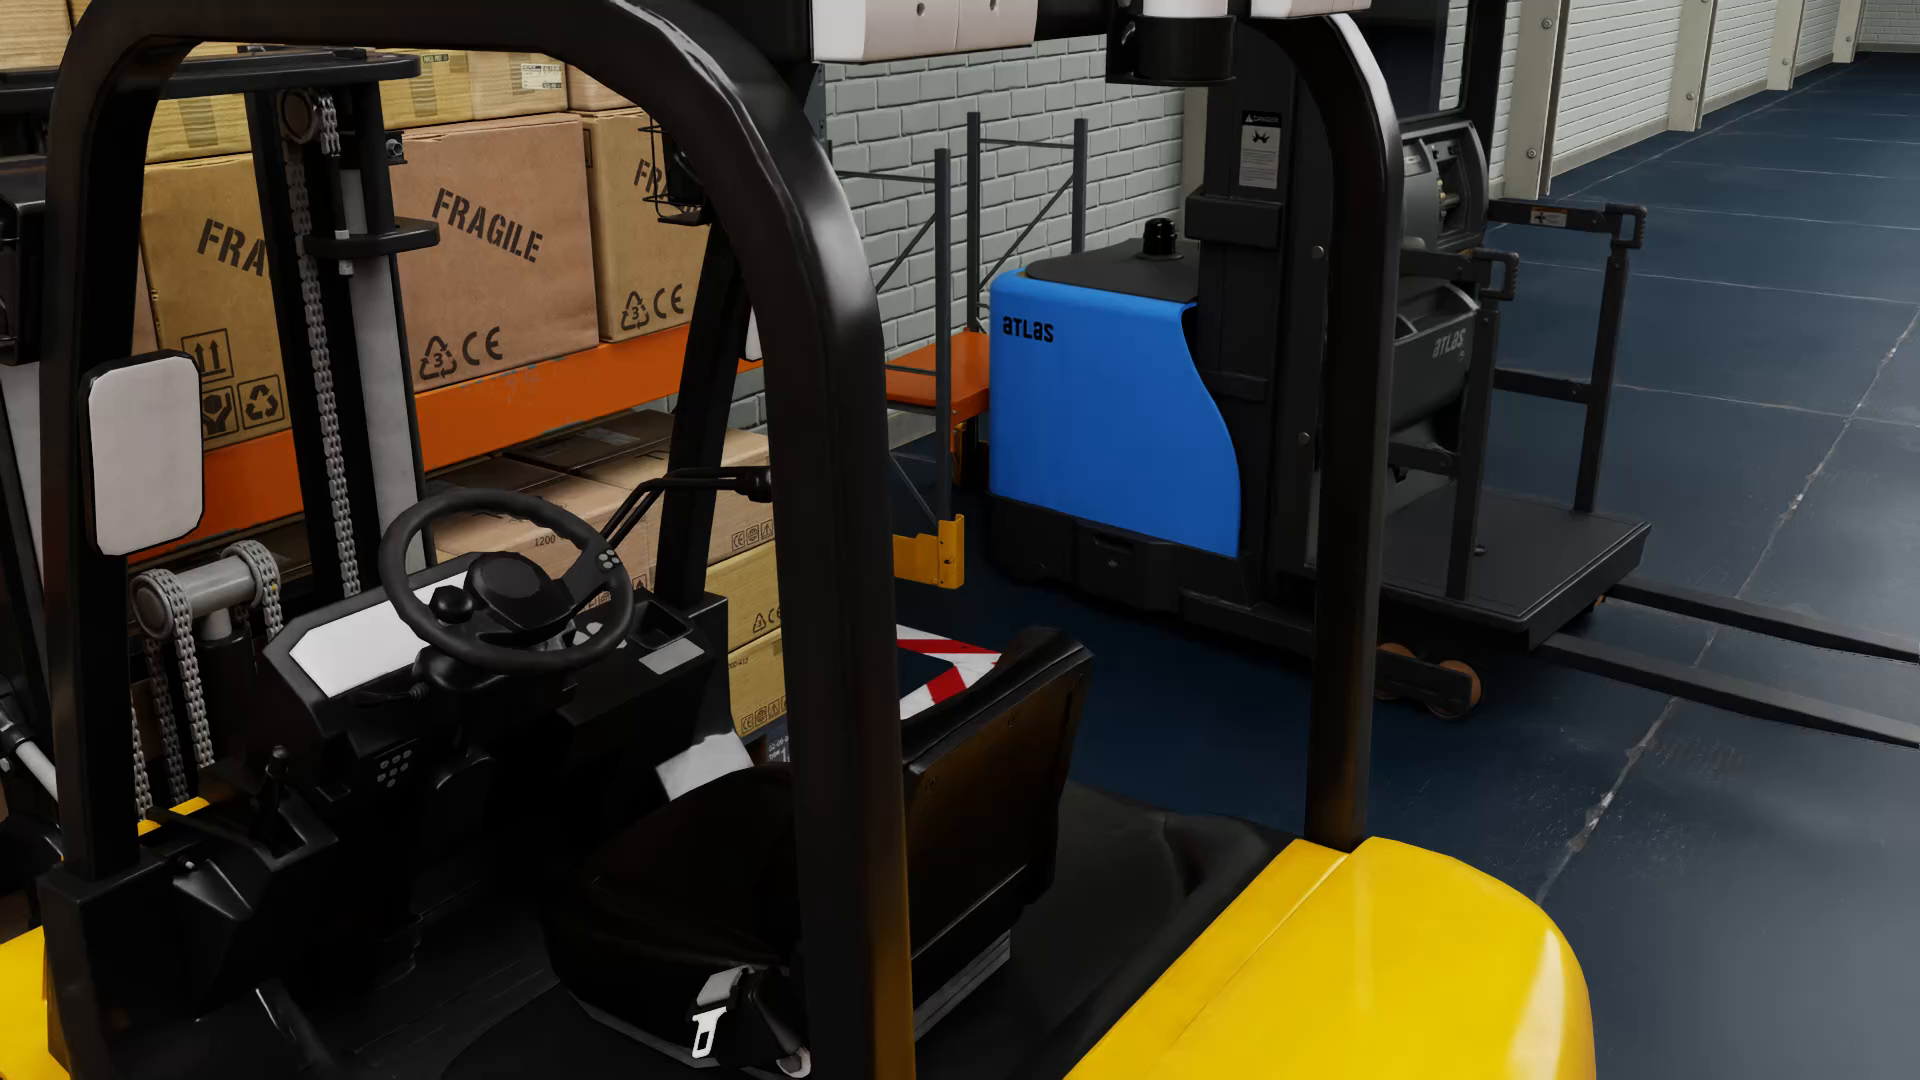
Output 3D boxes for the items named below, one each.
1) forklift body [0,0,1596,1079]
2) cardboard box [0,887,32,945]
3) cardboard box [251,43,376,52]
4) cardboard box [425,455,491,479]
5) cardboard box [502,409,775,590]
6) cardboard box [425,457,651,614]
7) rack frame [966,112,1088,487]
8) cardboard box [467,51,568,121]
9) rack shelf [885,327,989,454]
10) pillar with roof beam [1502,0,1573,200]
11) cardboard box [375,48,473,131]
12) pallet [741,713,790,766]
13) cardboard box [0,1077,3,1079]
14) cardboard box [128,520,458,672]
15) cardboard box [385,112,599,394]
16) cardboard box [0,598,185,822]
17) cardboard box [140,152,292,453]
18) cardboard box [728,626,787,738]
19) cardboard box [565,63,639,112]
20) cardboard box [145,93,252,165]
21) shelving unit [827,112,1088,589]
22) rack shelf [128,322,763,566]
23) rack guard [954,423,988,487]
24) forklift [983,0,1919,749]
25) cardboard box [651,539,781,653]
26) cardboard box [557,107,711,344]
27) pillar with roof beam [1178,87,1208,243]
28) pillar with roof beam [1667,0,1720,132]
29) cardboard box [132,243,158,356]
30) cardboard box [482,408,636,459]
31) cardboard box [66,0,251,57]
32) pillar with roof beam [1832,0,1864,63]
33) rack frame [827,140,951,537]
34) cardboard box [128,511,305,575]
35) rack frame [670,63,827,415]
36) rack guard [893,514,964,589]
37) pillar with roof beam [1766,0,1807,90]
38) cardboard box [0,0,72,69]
[{"bbox_3d":[-0.338,0.365,2.178,2.313,2.155,1.214,13,24,32],"label":"forklift body"},{"bbox_3d":[-1.644,0.563,3.058,0.500,0.250,0.500,13,24,32],"label":"cardboard box"},{"bbox_3d":[-1.301,-0.969,3.054,0.380,0.149,0.250,14,24,33],"label":"cardboard box"},{"bbox_3d":[-1.485,-0.064,4.032,0.500,0.250,0.500,13,24,32],"label":"cardboard box"},{"bbox_3d":[-0.781,-0.116,4.173,0.500,0.250,0.500,14,25,34],"label":"cardboard box"},{"bbox_3d":[-1.064,0.031,3.773,0.500,0.250,0.500,14,24,33],"label":"cardboard box"},{"bbox_3d":[0.251,-0.897,6.529,0.500,1.500,0.032,11,23,28],"label":"rack frame"},{"bbox_3d":[-1.059,-0.988,3.534,0.380,0.149,0.250,14,24,33],"label":"cardboard box"},{"bbox_3d":[-0.001,-0.576,6.178,0.538,0.185,1.000,11,23,28],"label":"rack shelf"},{"bbox_3d":[8.389,-6.326,10.396,9.100,9.000,0.400,13,24,32],"label":"pillar with roof beam"},{"bbox_3d":[-1.208,-0.919,3.348,0.380,0.149,0.250,13,24,31],"label":"cardboard box"},{"bbox_3d":[-1.176,0.602,4.332,1.003,0.211,1.213,13,24,32],"label":"pallet"},{"bbox_3d":[-1.935,0.934,2.774,0.500,0.250,0.500,14,24,33],"label":"cardboard box"},{"bbox_3d":[-1.339,0.178,3.377,0.500,0.250,0.500,14,24,32],"label":"cardboard box"},{"bbox_3d":[-1.139,-0.640,3.528,0.500,0.500,0.500,14,25,33],"label":"cardboard box"},{"bbox_3d":[-1.630,0.322,2.988,0.500,0.250,0.500,13,24,31],"label":"cardboard box"},{"bbox_3d":[-1.427,-0.493,3.131,0.500,0.500,0.500,13,24,31],"label":"cardboard box"},{"bbox_3d":[-0.783,0.356,4.337,0.500,0.250,0.500,13,24,32],"label":"cardboard box"},{"bbox_3d":[-0.863,-1.051,3.703,0.380,0.149,0.250,14,24,33],"label":"cardboard box"},{"bbox_3d":[-1.445,-0.757,2.909,0.380,0.149,0.250,13,24,32],"label":"cardboard box"},{"bbox_3d":[-0.006,-0.742,6.108,0.587,1.500,1.083,11,23,28],"label":"shelving unit"},{"bbox_3d":[-1.905,-0.022,3.037,1.077,0.370,4.000,13,24,32],"label":"rack shelf"},{"bbox_3d":[0.241,-0.305,6.730,0.587,0.250,0.087,11,23,28],"label":"rack guard"},{"bbox_3d":[1.539,-1.061,4.908,3.031,2.935,1.130,16,26,37],"label":"forklift"},{"bbox_3d":[-0.796,0.126,4.239,0.500,0.250,0.500,13,24,31],"label":"cardboard box"},{"bbox_3d":[-0.840,-0.787,3.926,0.500,0.500,0.500,13,24,31],"label":"cardboard box"},{"bbox_3d":[5.016,-4.605,5.742,9.100,9.000,0.400,13,24,32],"label":"pillar with roof beam"},{"bbox_3d":[11.762,-8.048,15.050,9.100,9.000,0.400,13,24,32],"label":"pillar with roof beam"},{"bbox_3d":[-1.701,-0.347,2.735,0.500,0.500,0.500,13,24,32],"label":"cardboard box"},{"bbox_3d":[-1.207,-0.208,4.421,0.500,0.250,0.500,13,24,31],"label":"cardboard box"},{"bbox_3d":[-1.442,-0.894,2.850,0.380,0.149,0.250,14,24,33],"label":"cardboard box"},{"bbox_3d":[18.507,-11.491,24.358,9.100,9.000,0.400,13,24,32],"label":"pillar with roof beam"},{"bbox_3d":[-0.254,-0.591,5.702,0.500,1.500,0.032,11,23,28],"label":"rack frame"},{"bbox_3d":[-1.775,0.077,3.649,0.500,0.250,0.500,13,24,31],"label":"cardboard box"},{"bbox_3d":[-0.781,-0.933,4.464,1.000,3.000,0.127,13,24,32],"label":"rack frame"},{"bbox_3d":[-0.253,-0.006,5.920,0.587,0.250,0.087,11,23,28],"label":"rack guard"},{"bbox_3d":[15.135,-9.769,19.704,9.100,9.000,0.400,13,24,32],"label":"pillar with roof beam"},{"bbox_3d":[-1.665,-0.838,2.700,0.380,0.149,0.250,14,24,33],"label":"cardboard box"}]
